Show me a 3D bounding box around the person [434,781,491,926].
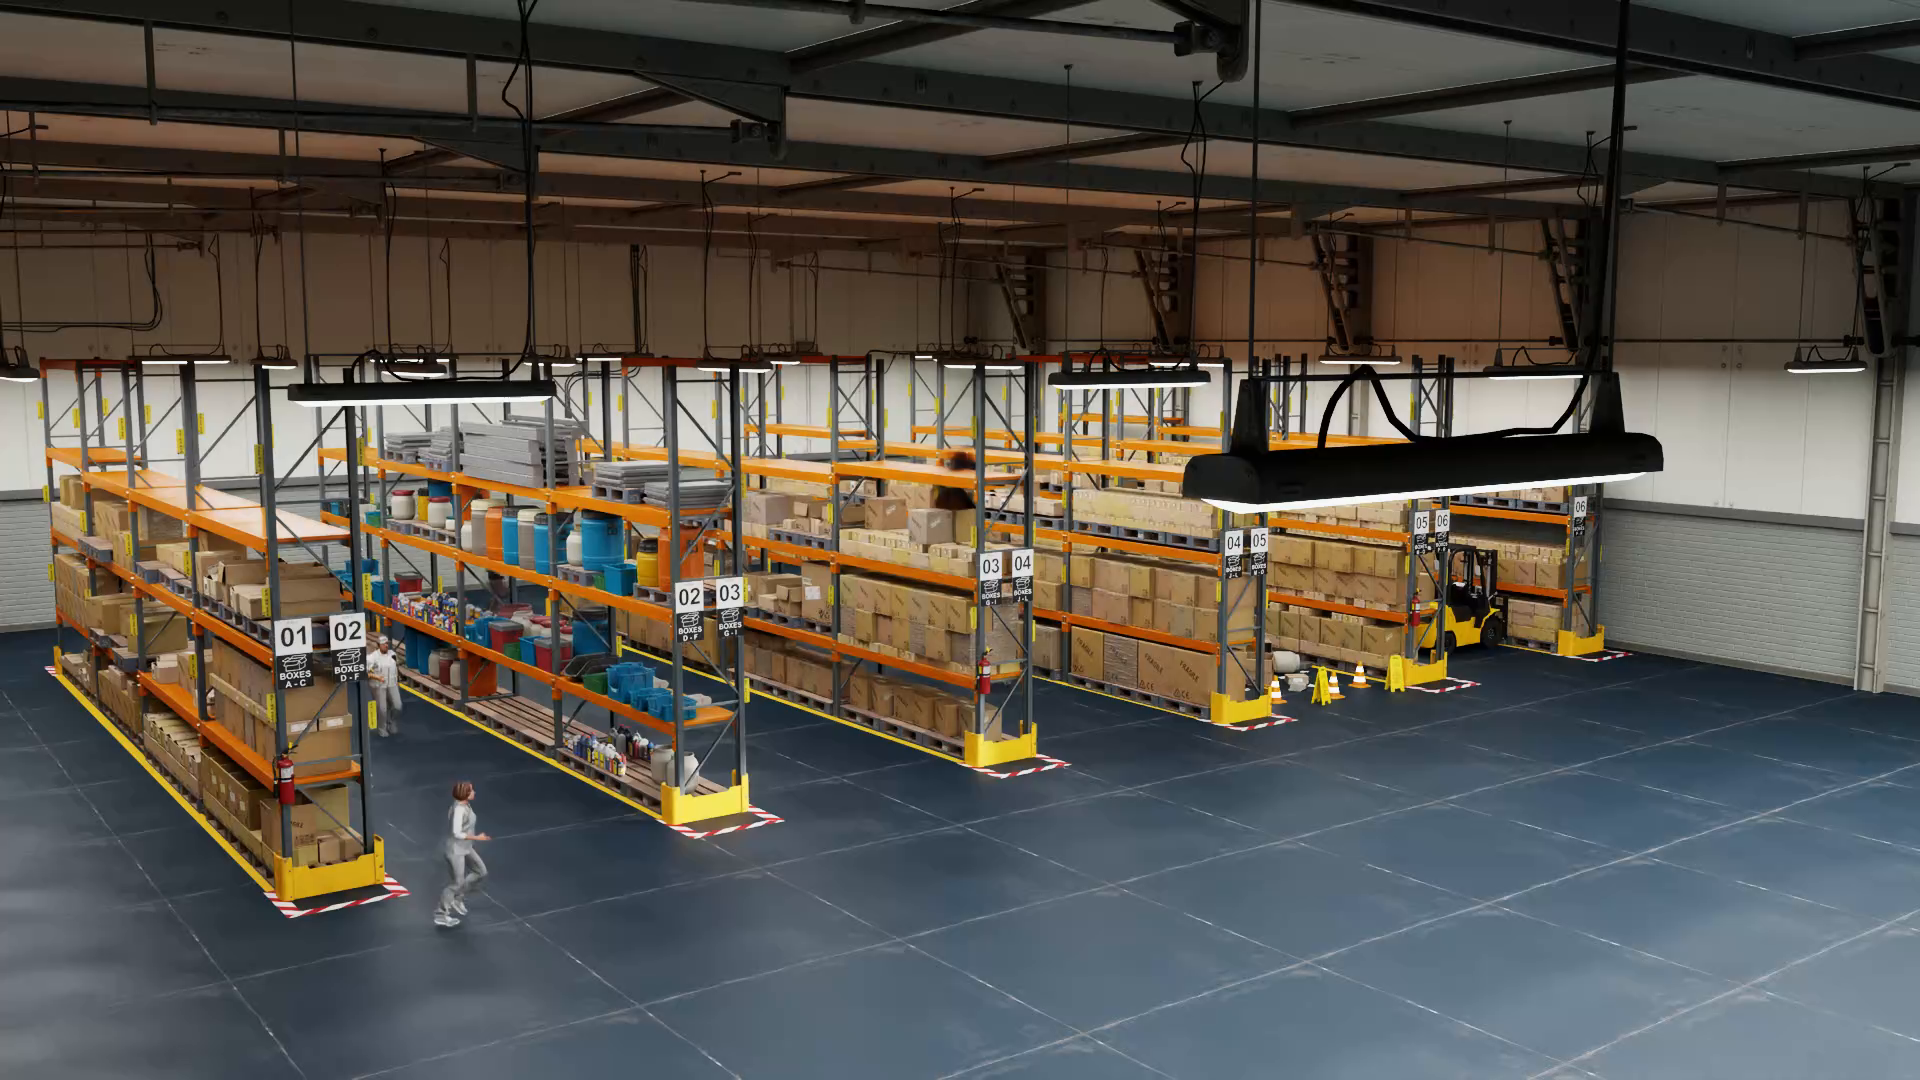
[{"bbox_3d":[-5.421,3.390,18.129,0.631,1.571,0.589,-1,7,-6],"label":"person"}]

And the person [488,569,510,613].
[{"bbox_3d":[-10.644,0.903,38.297,0.532,1.681,0.672,-2,7,-14],"label":"person"}]

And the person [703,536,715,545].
[{"bbox_3d":[-6.279,0.613,40.583,0.790,1.779,0.643,2,7,18],"label":"person"}]

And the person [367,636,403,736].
[{"bbox_3d":[-9.168,2.337,26.525,0.604,1.629,0.581,-6,9,-39],"label":"person"}]

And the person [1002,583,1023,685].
[{"bbox_3d":[0.833,1.639,29.879,0.682,1.841,0.803,-6,9,-40],"label":"person"}]
